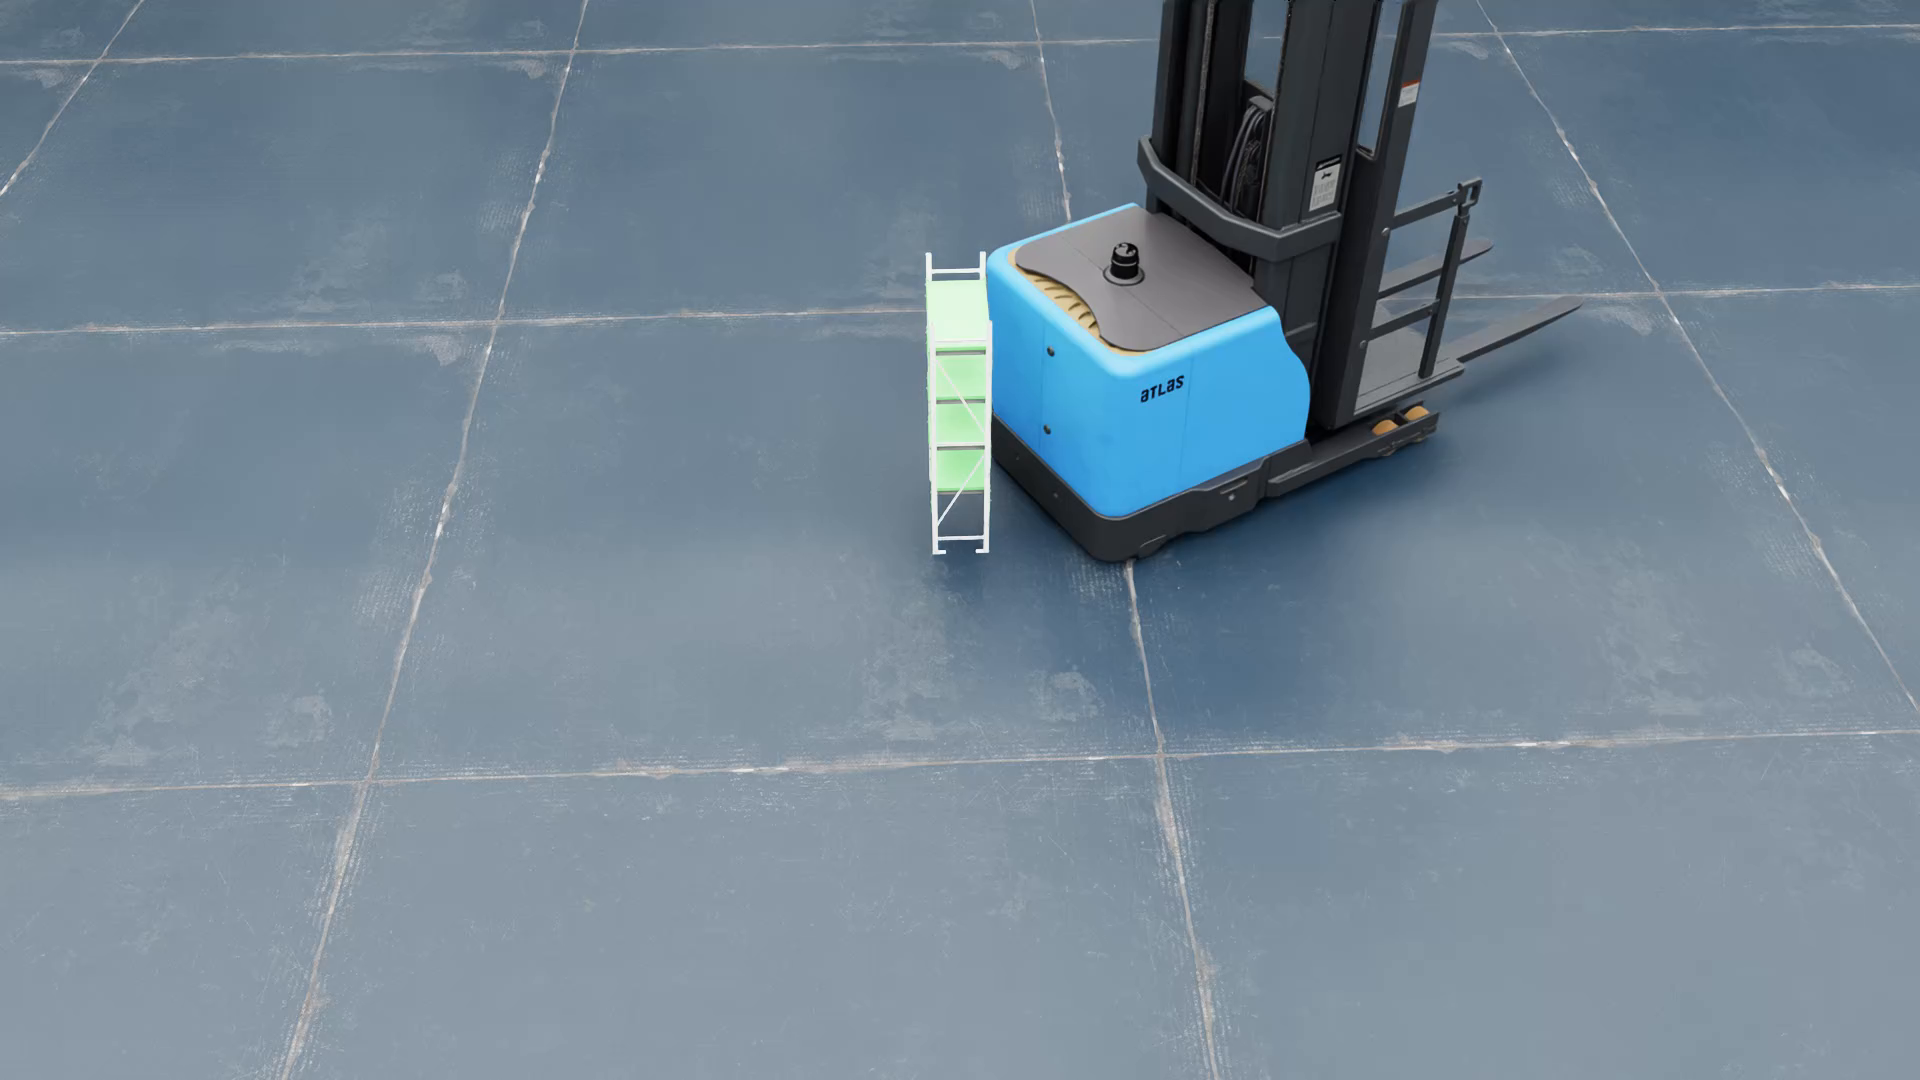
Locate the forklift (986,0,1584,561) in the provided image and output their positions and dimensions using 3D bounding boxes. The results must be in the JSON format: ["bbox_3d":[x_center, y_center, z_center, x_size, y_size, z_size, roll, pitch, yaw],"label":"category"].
[{"bbox_3d":[1.620,-1.748,6.988,3.031,2.935,1.130,-23,47,-23],"label":"forklift"}]

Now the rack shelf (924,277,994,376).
[{"bbox_3d":[-0.007,-0.861,6.685,0.258,0.148,0.480,-2,43,-2],"label":"rack shelf"}]

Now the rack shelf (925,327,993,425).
[{"bbox_3d":[-0.007,-0.684,6.848,0.258,0.148,0.480,-2,43,-2],"label":"rack shelf"}]

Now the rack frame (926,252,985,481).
[{"bbox_3d":[-0.017,-0.719,7.146,0.240,1.200,0.015,-2,43,-2],"label":"rack frame"}]

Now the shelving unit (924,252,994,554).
[{"bbox_3d":[-0.007,-0.554,6.966,0.258,1.200,0.503,-2,43,-2],"label":"shelving unit"}]

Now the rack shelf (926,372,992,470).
[{"bbox_3d":[-0.007,-0.507,7.010,0.258,0.148,0.480,-2,43,-2],"label":"rack shelf"}]

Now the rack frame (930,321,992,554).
[{"bbox_3d":[0.003,-0.389,6.787,0.240,1.200,0.015,-2,43,-2],"label":"rack frame"}]

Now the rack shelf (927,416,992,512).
[{"bbox_3d":[-0.007,-0.330,7.172,0.258,0.148,0.480,-2,43,-2],"label":"rack shelf"}]
